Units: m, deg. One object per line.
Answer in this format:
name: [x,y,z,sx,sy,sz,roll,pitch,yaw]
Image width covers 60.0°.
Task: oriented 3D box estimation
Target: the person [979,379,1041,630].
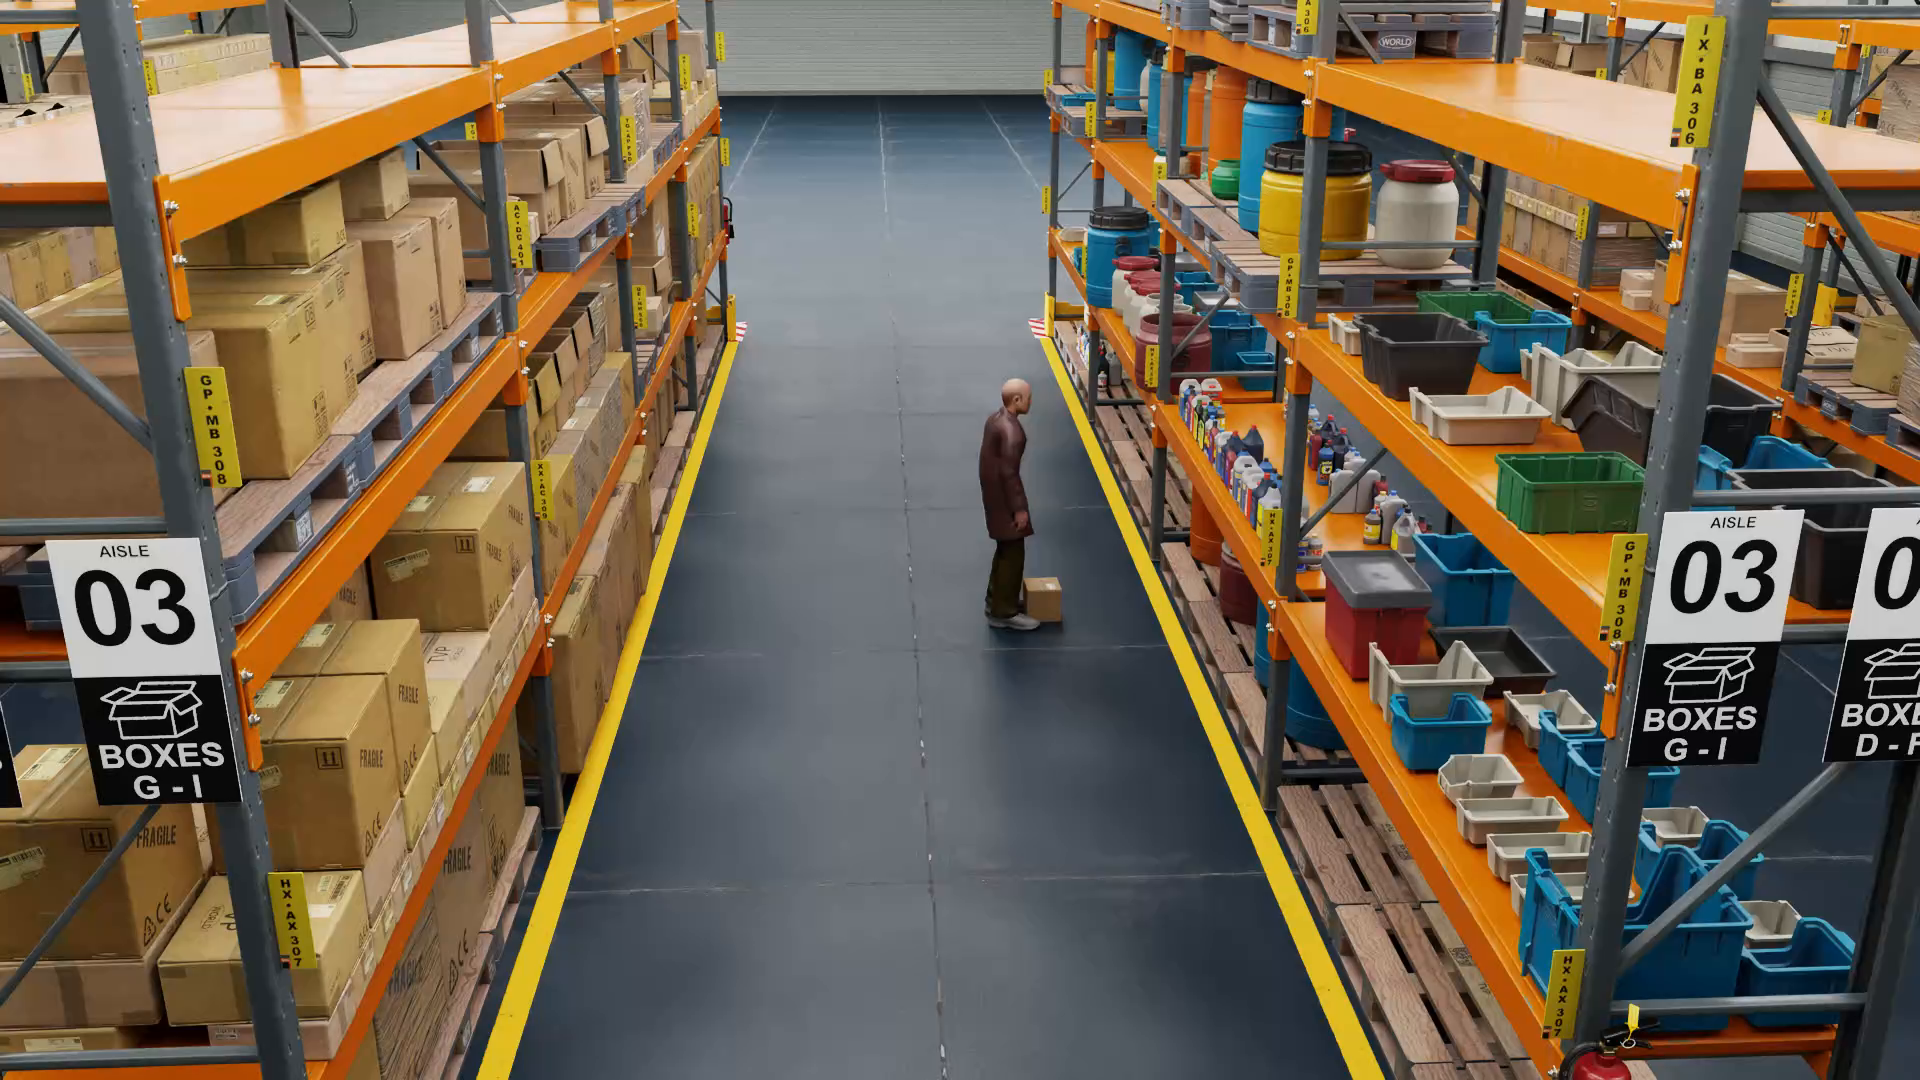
person: [0.350,-0.279,11.860,0.422,1.774,0.653,-2,20,-6]
